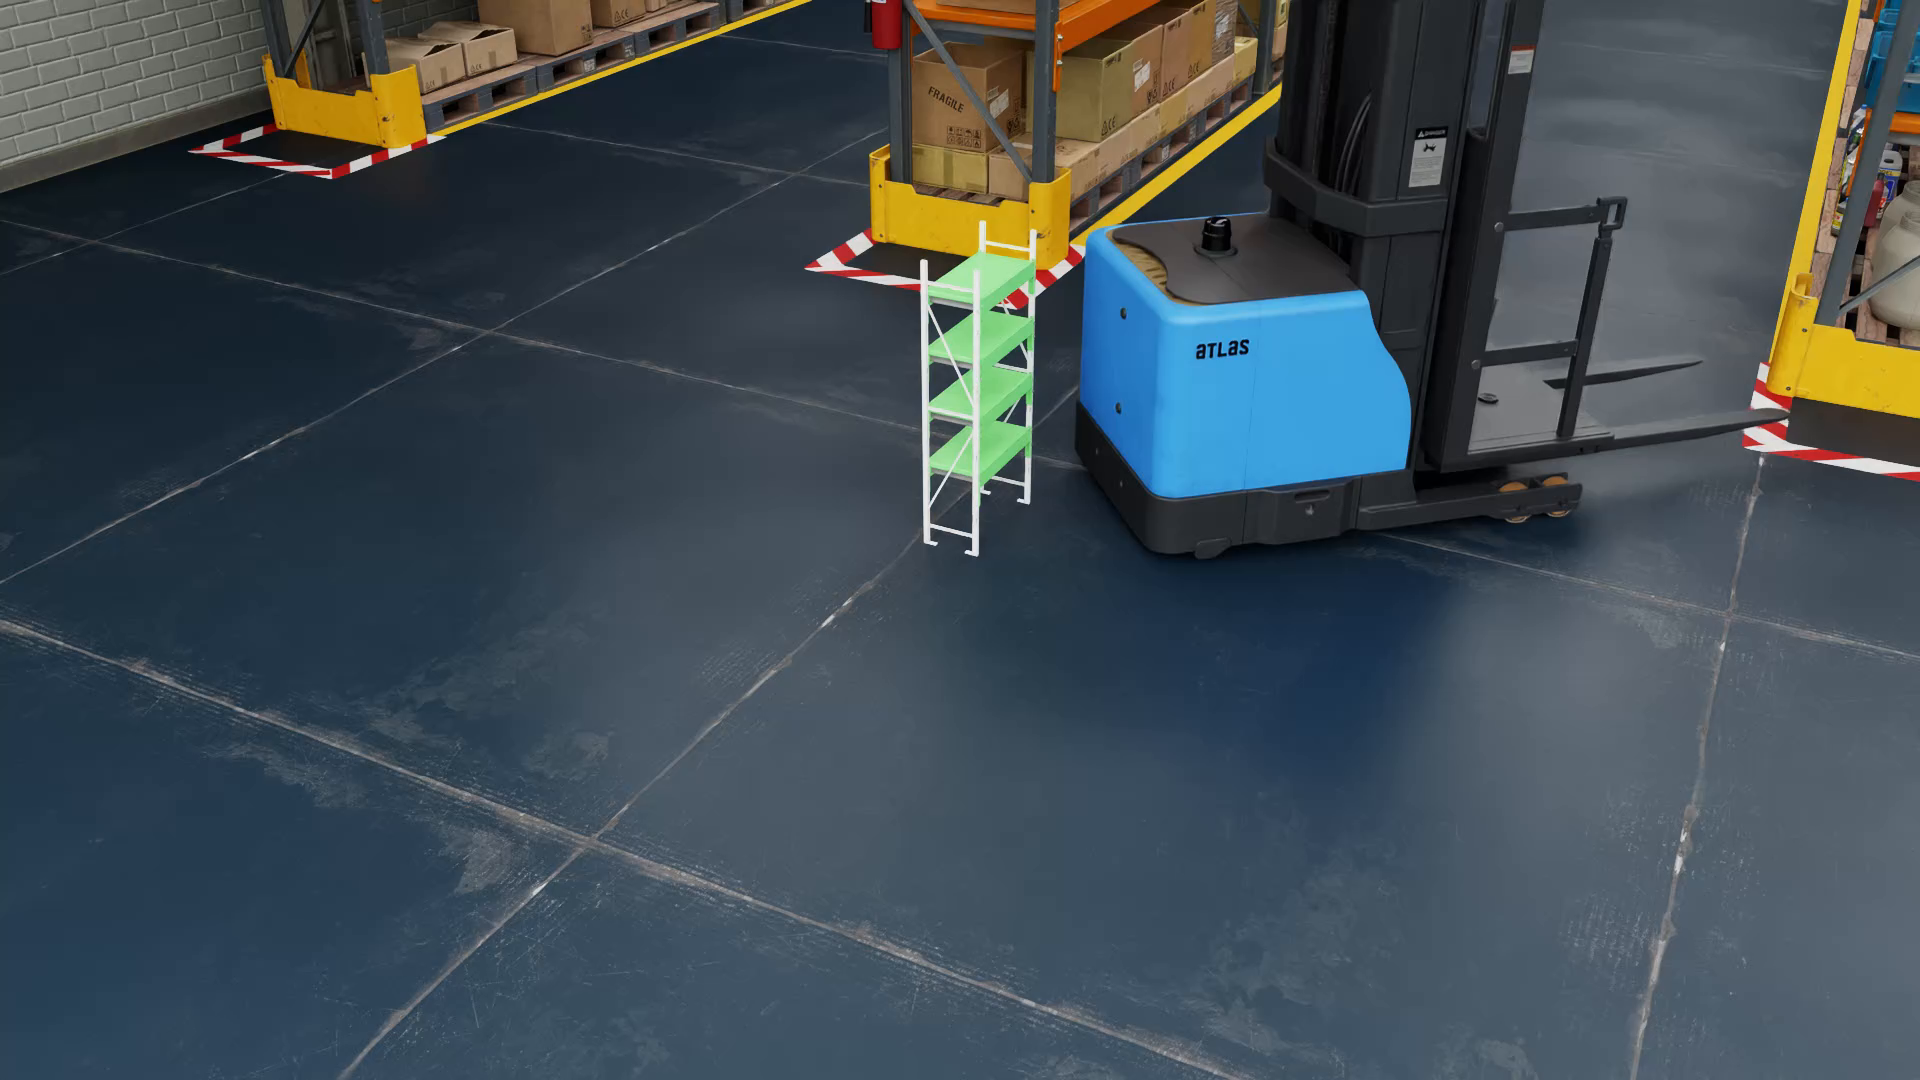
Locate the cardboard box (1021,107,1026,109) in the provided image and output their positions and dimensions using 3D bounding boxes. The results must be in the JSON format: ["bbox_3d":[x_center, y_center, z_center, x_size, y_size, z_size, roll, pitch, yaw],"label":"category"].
[{"bbox_3d":[0.486,-2.776,10.911,0.500,0.250,0.500,14,33,23],"label":"cardboard box"}]

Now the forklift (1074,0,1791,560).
[{"bbox_3d":[2.078,-1.587,6.571,3.031,2.935,1.130,-8,31,-13],"label":"forklift"}]

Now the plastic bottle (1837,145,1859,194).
[{"bbox_3d":[5.275,-2.189,9.768,0.144,0.351,0.185,14,33,23],"label":"plastic bottle"}]

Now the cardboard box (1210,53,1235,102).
[{"bbox_3d":[1.631,-3.323,11.864,0.500,0.250,0.500,14,33,23],"label":"cardboard box"}]

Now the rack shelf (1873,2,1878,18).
[{"bbox_3d":[7.203,-4.257,11.874,1.077,0.370,4.000,14,33,23],"label":"rack shelf"}]

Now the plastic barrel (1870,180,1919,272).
[{"bbox_3d":[4.930,-1.544,8.503,0.421,0.512,0.421,0,30,0],"label":"plastic barrel"}]

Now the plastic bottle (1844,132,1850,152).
[{"bbox_3d":[5.664,-2.528,10.508,0.097,0.201,0.097,0,30,0],"label":"plastic bottle"}]

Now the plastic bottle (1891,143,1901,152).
[{"bbox_3d":[5.683,-2.428,10.185,0.144,0.351,0.185,14,33,23],"label":"plastic bottle"}]

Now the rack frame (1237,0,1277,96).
[{"bbox_3d":[1.884,-4.808,12.110,1.000,3.000,0.127,14,33,23],"label":"rack frame"}]

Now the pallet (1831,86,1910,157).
[{"bbox_3d":[6.615,-2.830,11.467,1.003,0.211,1.213,14,33,23],"label":"pallet"}]

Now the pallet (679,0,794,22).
[{"bbox_3d":[-2.174,-5.066,15.360,1.003,0.211,1.213,14,33,23],"label":"pallet"}]

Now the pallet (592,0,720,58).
[{"bbox_3d":[-2.802,-4.415,14.226,1.003,0.211,1.213,14,33,23],"label":"pallet"}]

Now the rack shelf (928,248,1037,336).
[{"bbox_3d":[0.075,-0.955,6.372,0.258,0.148,0.480,14,33,23],"label":"rack shelf"}]

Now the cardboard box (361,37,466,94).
[{"bbox_3d":[-3.954,-3.468,12.035,0.500,0.311,0.500,11,32,18],"label":"cardboard box"}]

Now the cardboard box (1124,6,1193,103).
[{"bbox_3d":[1.190,-3.201,10.899,0.500,0.500,0.500,14,33,23],"label":"cardboard box"}]

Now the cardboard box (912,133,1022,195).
[{"bbox_3d":[0.043,-2.329,10.133,0.500,0.250,0.500,14,33,23],"label":"cardboard box"}]

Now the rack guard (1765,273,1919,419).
[{"bbox_3d":[4.462,-0.870,7.762,1.175,0.500,0.348,14,33,23],"label":"rack guard"}]

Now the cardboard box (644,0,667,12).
[{"bbox_3d":[-2.745,-4.648,14.235,0.380,0.166,0.250,10,31,17],"label":"cardboard box"}]

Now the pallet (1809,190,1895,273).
[{"bbox_3d":[5.394,-1.642,9.398,1.003,0.211,1.213,14,33,23],"label":"pallet"}]

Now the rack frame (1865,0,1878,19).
[{"bbox_3d":[8.114,-5.456,13.239,1.000,3.000,0.127,14,33,23],"label":"rack frame"}]

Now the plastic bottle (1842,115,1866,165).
[{"bbox_3d":[5.555,-2.461,10.241,0.144,0.351,0.185,15,33,25],"label":"plastic bottle"}]

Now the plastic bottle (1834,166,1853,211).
[{"bbox_3d":[5.118,-2.000,9.513,0.152,0.276,0.135,13,32,22],"label":"plastic bottle"}]

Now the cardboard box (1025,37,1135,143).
[{"bbox_3d":[0.730,-2.759,10.129,0.500,0.500,0.500,14,33,23],"label":"cardboard box"}]

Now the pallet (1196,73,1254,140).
[{"bbox_3d":[1.484,-3.256,12.207,1.003,0.211,1.213,14,33,23],"label":"pallet"}]

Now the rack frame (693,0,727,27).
[{"bbox_3d":[-2.528,-5.930,14.064,1.000,3.000,0.127,14,33,23],"label":"rack frame"}]

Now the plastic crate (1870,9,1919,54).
[{"bbox_3d":[4.732,-2.421,8.103,0.499,0.251,0.408,14,33,23],"label":"plastic crate"}]

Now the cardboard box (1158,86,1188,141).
[{"bbox_3d":[1.189,-2.876,11.086,0.500,0.250,0.500,14,33,23],"label":"cardboard box"}]

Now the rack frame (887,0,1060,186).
[{"bbox_3d":[0.062,-3.035,9.022,1.000,3.000,0.127,14,33,23],"label":"rack frame"}]

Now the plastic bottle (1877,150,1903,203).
[{"bbox_3d":[5.418,-2.134,9.747,0.152,0.276,0.135,14,33,23],"label":"plastic bottle"}]

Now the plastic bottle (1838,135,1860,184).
[{"bbox_3d":[5.356,-2.284,10.002,0.061,0.283,0.133,16,33,25],"label":"plastic bottle"}]

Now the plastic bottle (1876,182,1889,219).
[{"bbox_3d":[5.238,-1.947,9.497,0.097,0.201,0.097,0,30,0],"label":"plastic bottle"}]

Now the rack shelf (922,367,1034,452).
[{"bbox_3d":[0.075,-0.538,6.611,0.258,0.148,0.480,14,33,23],"label":"rack shelf"}]

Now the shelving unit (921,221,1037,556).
[{"bbox_3d":[0.075,-0.594,6.579,0.258,1.200,0.503,14,33,23],"label":"shelving unit"}]

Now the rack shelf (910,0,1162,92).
[{"bbox_3d":[0.973,-3.609,10.745,1.077,0.370,4.000,14,33,23],"label":"rack shelf"}]

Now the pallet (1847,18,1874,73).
[{"bbox_3d":[7.727,-3.912,13.350,1.003,0.211,1.213,14,33,23],"label":"pallet"}]

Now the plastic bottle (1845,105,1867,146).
[{"bbox_3d":[5.756,-2.648,10.648,0.097,0.271,0.097,0,30,0],"label":"plastic bottle"}]

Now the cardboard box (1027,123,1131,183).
[{"bbox_3d":[0.729,-2.434,10.316,0.500,0.250,0.500,14,33,23],"label":"cardboard box"}]

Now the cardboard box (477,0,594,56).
[{"bbox_3d":[-3.316,-4.116,12.975,0.700,0.500,0.500,12,32,20],"label":"cardboard box"}]

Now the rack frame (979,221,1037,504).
[{"bbox_3d":[0.187,-0.702,6.767,0.240,1.200,0.015,14,33,23],"label":"rack frame"}]

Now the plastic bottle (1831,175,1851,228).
[{"bbox_3d":[4.953,-1.892,9.318,0.061,0.283,0.133,15,33,24],"label":"plastic bottle"}]

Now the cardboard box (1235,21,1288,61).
[{"bbox_3d":[2.288,-3.920,12.904,0.500,0.250,0.500,13,33,22],"label":"cardboard box"}]

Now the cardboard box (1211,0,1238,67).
[{"bbox_3d":[1.629,-3.649,11.678,0.500,0.500,0.500,14,33,23],"label":"cardboard box"}]

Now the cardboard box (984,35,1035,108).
[{"bbox_3d":[0.484,-3.101,10.725,0.500,0.500,0.500,14,33,23],"label":"cardboard box"}]

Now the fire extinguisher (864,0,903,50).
[{"bbox_3d":[-0.406,-3.054,9.134,0.296,0.674,0.183,14,33,23],"label":"fire extinguisher"}]

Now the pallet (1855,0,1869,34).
[{"bbox_3d":[8.436,-4.606,14.558,1.003,0.211,1.213,14,33,23],"label":"pallet"}]

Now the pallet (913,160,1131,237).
[{"bbox_3d":[0.373,-2.174,10.324,1.003,0.211,1.213,14,33,23],"label":"pallet"}]
